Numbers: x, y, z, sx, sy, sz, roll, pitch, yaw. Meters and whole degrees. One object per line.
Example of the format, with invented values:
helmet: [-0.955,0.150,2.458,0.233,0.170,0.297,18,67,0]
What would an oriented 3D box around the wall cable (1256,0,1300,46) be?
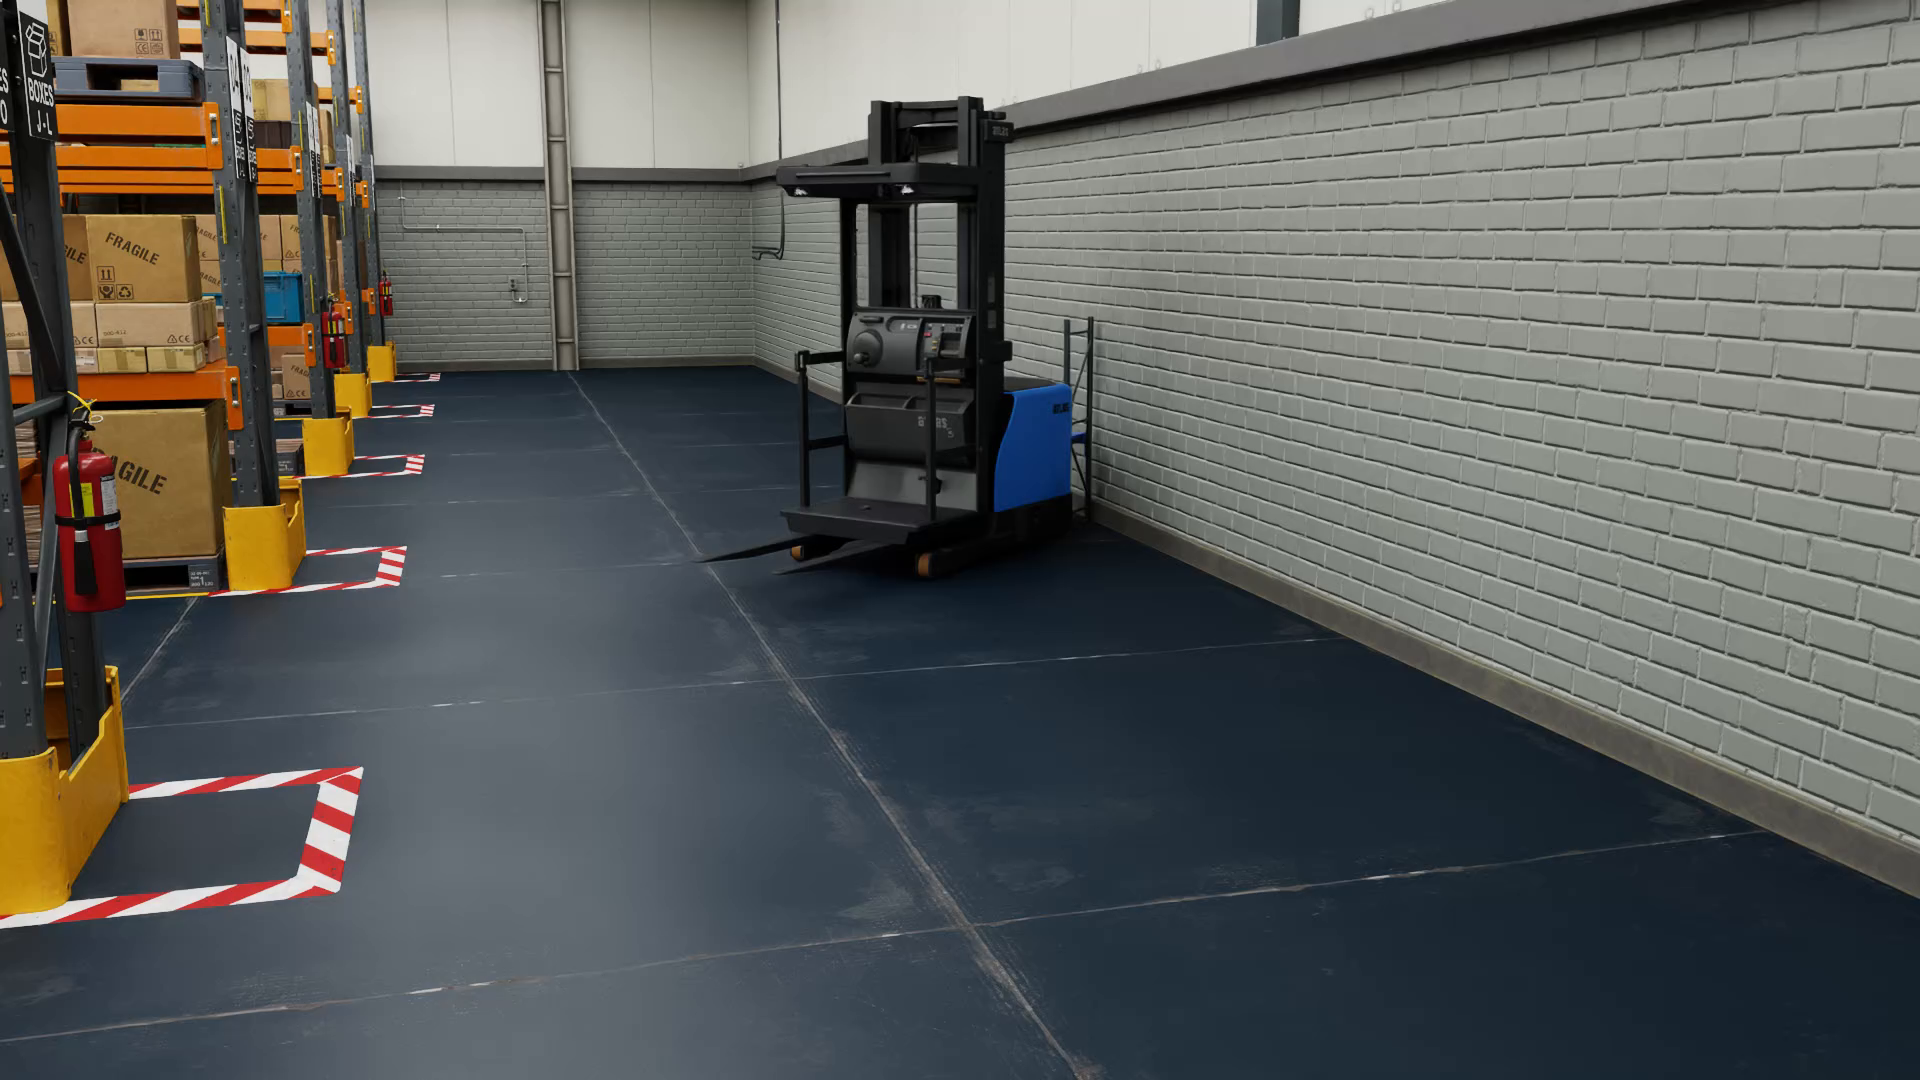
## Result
wall cable: [2.023,-5.496,7.660,0.120,5.999,2.277,-3,11,-16]

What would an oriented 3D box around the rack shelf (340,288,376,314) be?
rack shelf: [-10.443,-3.405,23.742,4.000,0.370,1.077,-3,11,-16]

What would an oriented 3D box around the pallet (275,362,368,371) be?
pallet: [-9.269,-2.434,24.185,1.213,0.211,1.003,-3,11,-16]

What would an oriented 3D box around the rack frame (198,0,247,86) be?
rack frame: [-4.369,-4.227,9.651,0.127,3.000,1.000,-3,11,-16]

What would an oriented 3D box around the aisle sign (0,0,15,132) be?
aisle sign: [-2.926,-1.639,4.985,0.004,0.787,0.394,-3,11,-16]

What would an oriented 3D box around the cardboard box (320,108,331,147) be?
cardboard box: [-9.149,-5.801,23.395,0.500,0.500,0.500,-3,11,-16]

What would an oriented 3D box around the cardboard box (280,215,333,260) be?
cardboard box: [-7.485,-3.469,19.068,0.500,0.500,0.500,-3,11,-16]

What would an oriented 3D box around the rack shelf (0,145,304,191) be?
rack shelf: [-7.674,-3.158,14.115,4.000,0.370,1.077,-3,11,-16]

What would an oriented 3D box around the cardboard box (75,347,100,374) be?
cardboard box: [-5.111,-1.051,9.667,0.250,0.149,0.380,-3,11,-16]

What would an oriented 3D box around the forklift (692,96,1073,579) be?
forklift: [-0.445,-1.297,10.494,1.130,2.935,3.031,7,12,33]

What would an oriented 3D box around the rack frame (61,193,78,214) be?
rack frame: [-12.363,-3.657,23.127,0.127,3.000,1.000,-3,11,-16]

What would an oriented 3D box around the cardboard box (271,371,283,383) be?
cardboard box: [-8.216,-1.859,19.740,0.500,0.250,0.500,-3,11,-16]

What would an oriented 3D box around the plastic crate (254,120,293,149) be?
plastic crate: [-6.201,-3.577,14.769,0.590,0.269,0.497,-3,11,-16]

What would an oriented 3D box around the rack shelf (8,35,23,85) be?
rack shelf: [-5.000,-1.429,4.727,4.000,0.370,1.077,-3,11,-16]

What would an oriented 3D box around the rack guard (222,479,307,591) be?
rack guard: [-4.346,-0.048,10.427,0.348,0.500,1.175,-3,11,-16]

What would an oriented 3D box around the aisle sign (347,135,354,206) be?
aisle sign: [-6.984,-4.227,19.044,0.004,0.787,0.394,-3,11,-16]

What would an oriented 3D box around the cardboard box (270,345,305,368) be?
cardboard box: [-9.647,-2.759,23.990,0.500,0.500,0.700,-3,11,-16]

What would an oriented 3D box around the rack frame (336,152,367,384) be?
rack frame: [-7.135,-2.999,19.550,0.127,3.000,1.000,-3,11,-16]

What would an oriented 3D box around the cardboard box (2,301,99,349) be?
cardboard box: [-5.248,-1.253,9.659,0.500,0.250,0.500,-3,11,-17]

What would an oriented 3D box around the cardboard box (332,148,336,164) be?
cardboard box: [-9.292,-5.522,23.952,0.500,0.250,0.500,-2,11,-13]

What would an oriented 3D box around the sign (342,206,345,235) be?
sign: [-6.999,-3.626,18.887,0.005,0.325,0.100,-3,11,-16]

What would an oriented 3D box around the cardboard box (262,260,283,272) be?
cardboard box: [-7.986,-2.951,19.015,0.500,0.500,0.500,-3,11,-15]

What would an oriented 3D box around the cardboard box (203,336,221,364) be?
cardboard box: [-4.803,-1.192,10.431,0.250,0.149,0.380,-3,11,-15]

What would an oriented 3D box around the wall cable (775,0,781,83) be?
wall cable: [-2.236,-7.520,22.170,0.112,2.526,3.097,-3,11,-16]

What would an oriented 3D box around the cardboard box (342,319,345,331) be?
cardboard box: [-9.103,-3.144,24.292,0.250,0.149,0.380,-3,11,-16]

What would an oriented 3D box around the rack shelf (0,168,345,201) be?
rack shelf: [-9.055,-4.019,18.794,4.000,0.370,1.077,-3,11,-16]

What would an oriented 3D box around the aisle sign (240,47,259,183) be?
aisle sign: [-4.384,-2.611,10.262,0.004,0.787,0.394,-3,11,-16]

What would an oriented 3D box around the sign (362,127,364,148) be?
sign: [-8.385,-5.636,23.366,0.005,0.325,0.100,-3,11,-16]

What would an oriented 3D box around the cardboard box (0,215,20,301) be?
cardboard box: [-5.882,-1.688,9.951,0.500,0.500,0.500,-3,11,-17]

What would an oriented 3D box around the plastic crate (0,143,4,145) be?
plastic crate: [-7.968,-3.496,14.293,0.530,0.282,0.437,-3,11,-16]

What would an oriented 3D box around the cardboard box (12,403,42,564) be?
cardboard box: [-5.835,-0.346,9.847,0.875,0.875,0.875,-3,11,-16]

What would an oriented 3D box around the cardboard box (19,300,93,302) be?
cardboard box: [-5.403,-1.344,10.155,0.500,0.250,0.500,-3,11,-17]

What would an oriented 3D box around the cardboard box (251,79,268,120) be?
cardboard box: [-8.127,-4.975,18.964,0.500,0.500,0.700,-3,11,-16]

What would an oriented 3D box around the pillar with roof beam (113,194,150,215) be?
pillar with roof beam: [-10.730,-6.045,19.528,0.400,9.000,9.100,-3,11,-16]

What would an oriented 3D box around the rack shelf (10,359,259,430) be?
rack shelf: [-6.290,-0.821,9.710,4.000,0.370,1.077,-3,11,-16]

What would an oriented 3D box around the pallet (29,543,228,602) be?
pallet: [-5.115,0.149,10.153,1.213,0.211,1.003,-3,11,-16]

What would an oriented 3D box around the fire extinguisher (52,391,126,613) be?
fire extinguisher: [-2.709,-0.120,5.157,0.183,0.674,0.296,-3,11,-16]

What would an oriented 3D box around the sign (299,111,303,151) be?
sign: [-5.584,-3.466,14.094,0.005,0.325,0.100,-3,11,-16]

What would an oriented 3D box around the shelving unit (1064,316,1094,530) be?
shelving unit: [0.394,-0.889,12.232,1.048,1.500,0.538,5,12,25]

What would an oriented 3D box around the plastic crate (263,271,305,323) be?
plastic crate: [-6.023,-2.135,14.594,0.499,0.435,0.616,-3,11,-16]

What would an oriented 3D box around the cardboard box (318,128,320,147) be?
cardboard box: [-7.557,-4.576,18.865,0.500,0.250,0.500,-3,11,-16]
